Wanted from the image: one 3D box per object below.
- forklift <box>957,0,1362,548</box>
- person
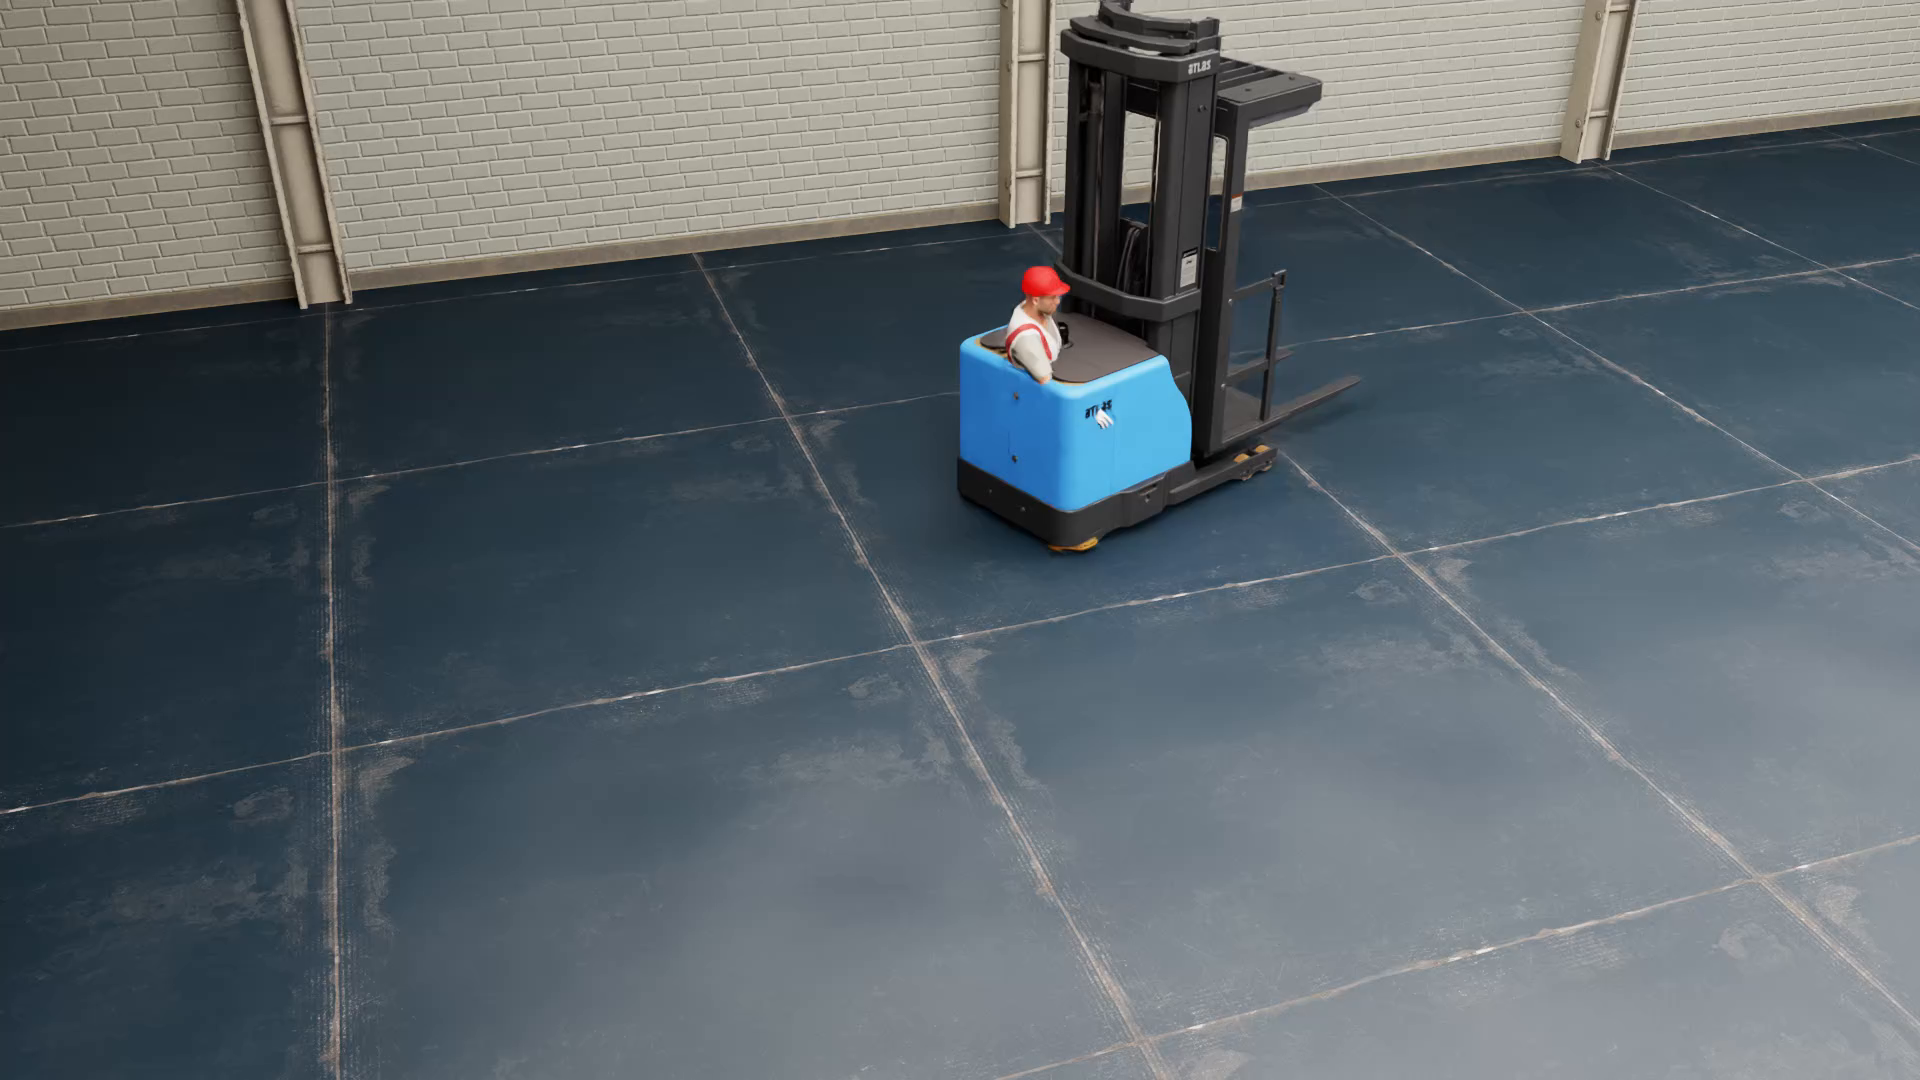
[{"bbox_3d":[1.428,-1.832,10.271,3.031,2.935,1.130,-23,37,-34],"label":"forklift"},{"bbox_3d":[0.613,-0.843,9.843,0.665,1.660,0.824,6,31,11],"label":"person"}]
